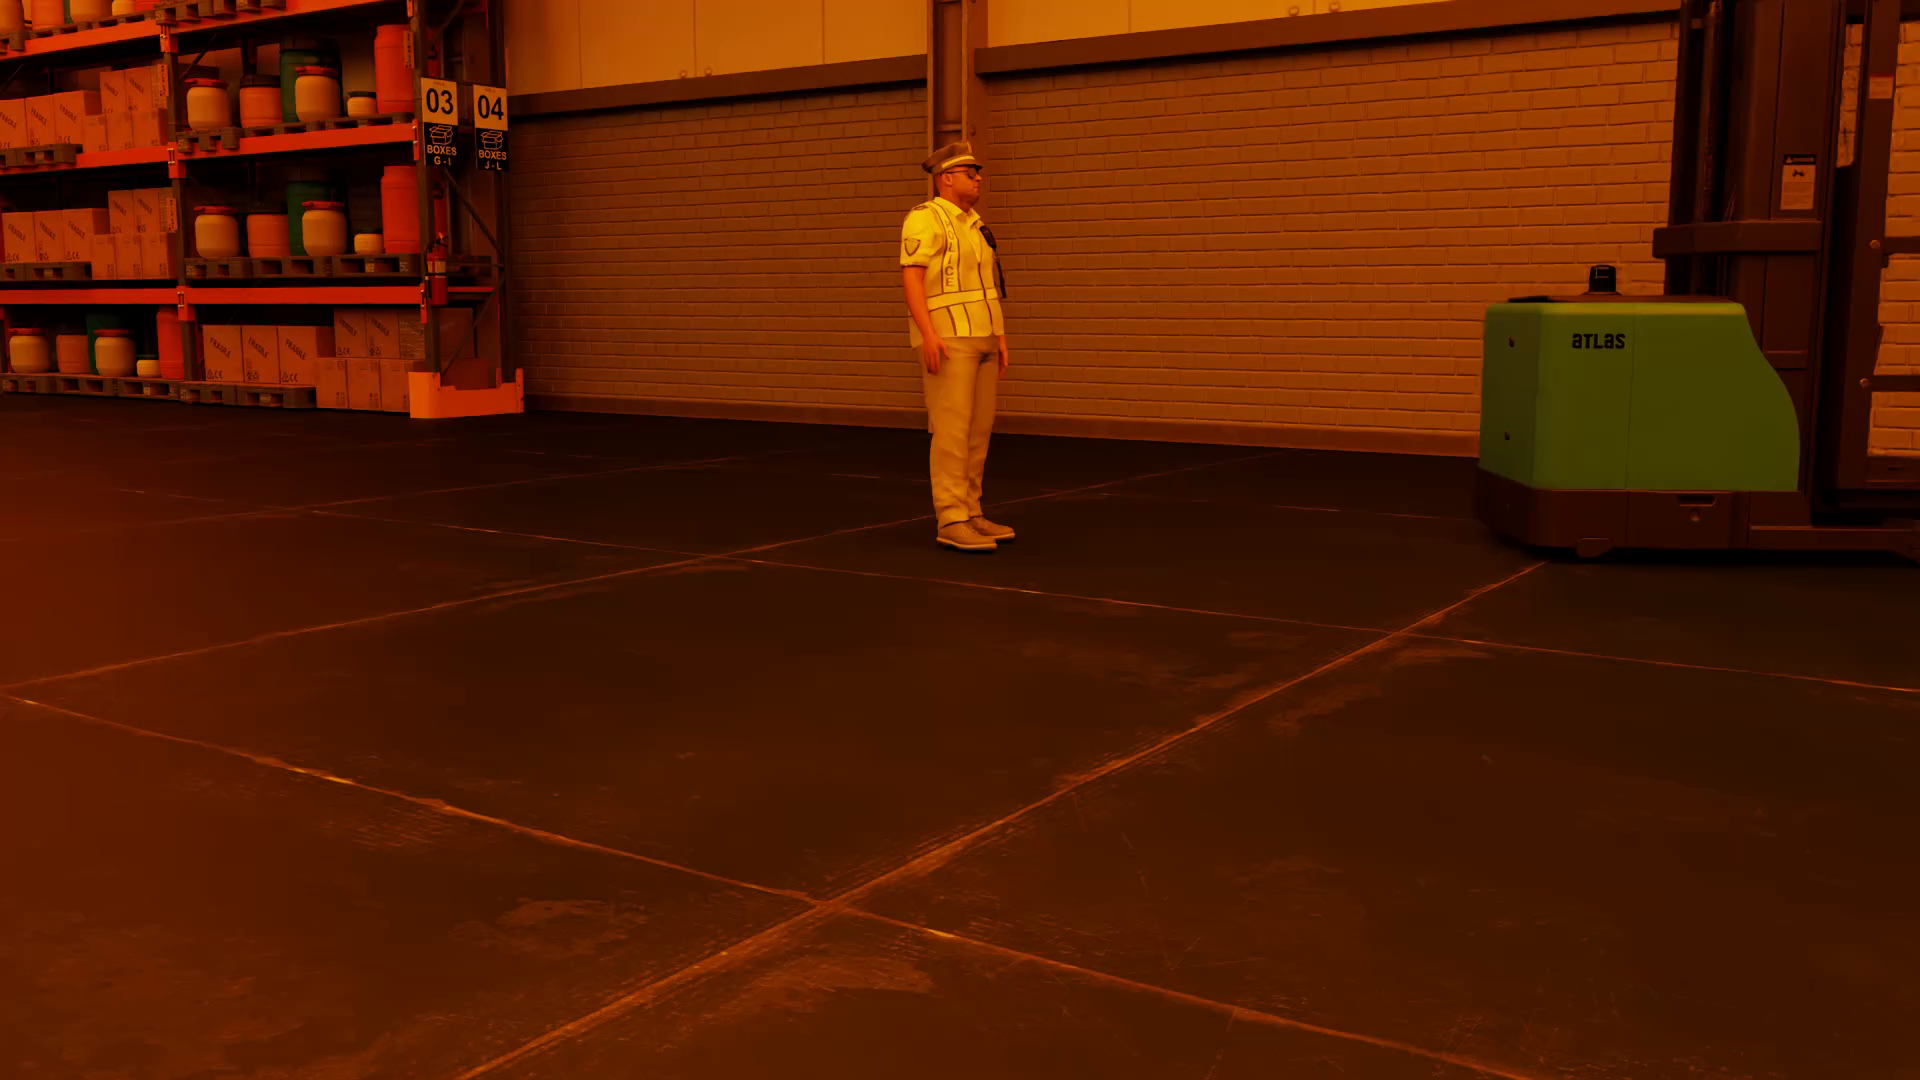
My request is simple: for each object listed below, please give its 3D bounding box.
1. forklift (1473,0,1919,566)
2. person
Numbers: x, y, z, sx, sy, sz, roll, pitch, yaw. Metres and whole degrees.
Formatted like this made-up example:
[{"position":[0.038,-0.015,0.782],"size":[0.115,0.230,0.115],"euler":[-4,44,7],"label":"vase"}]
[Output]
[{"position":[3.905,-1.412,7.125],"size":[3.031,2.935,1.130],"euler":[0,8,3],"label":"forklift"},{"position":[0.059,-0.883,7.425],"size":[0.574,1.781,0.641],"euler":[5,10,34],"label":"person"}]
